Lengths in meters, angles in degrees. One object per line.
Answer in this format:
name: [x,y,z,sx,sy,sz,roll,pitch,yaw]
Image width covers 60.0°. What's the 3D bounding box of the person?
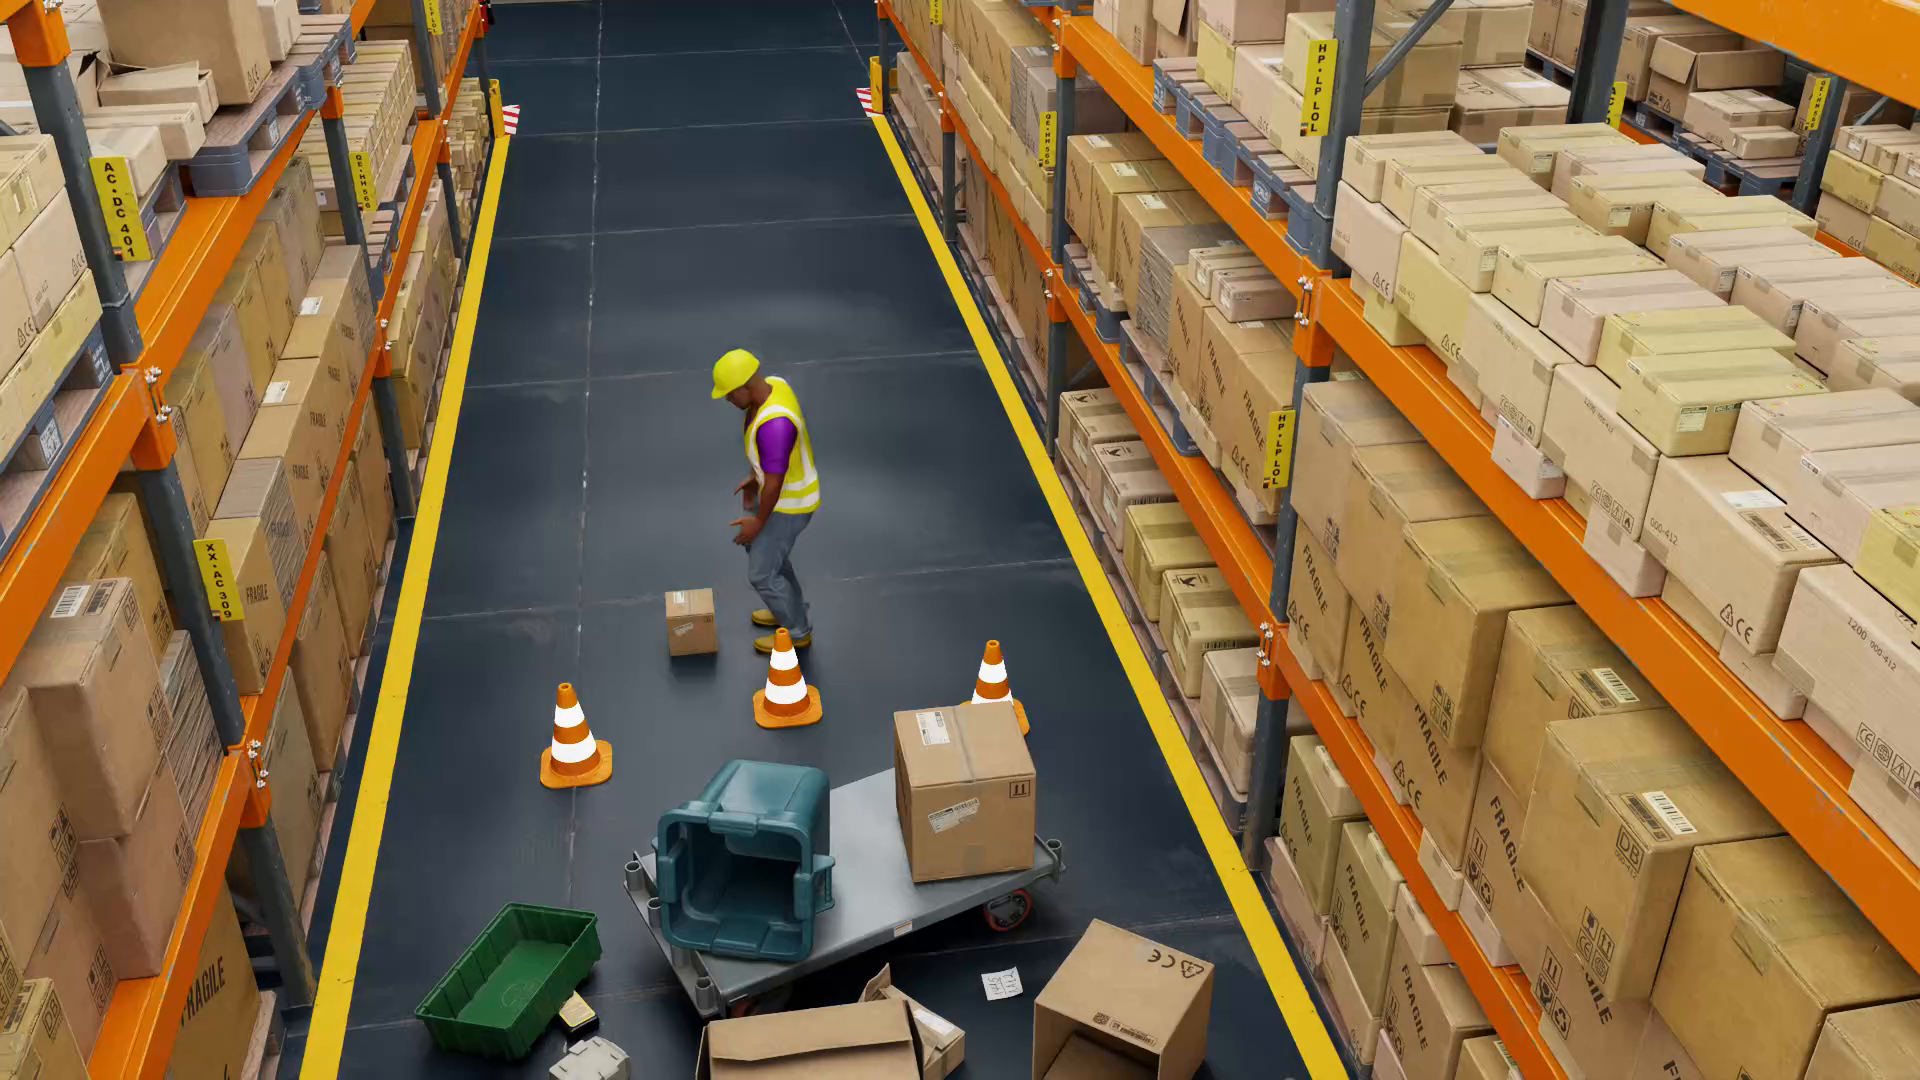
person: [-0.973,-0.206,8.544,0.511,1.682,0.602,-5,31,-8]
